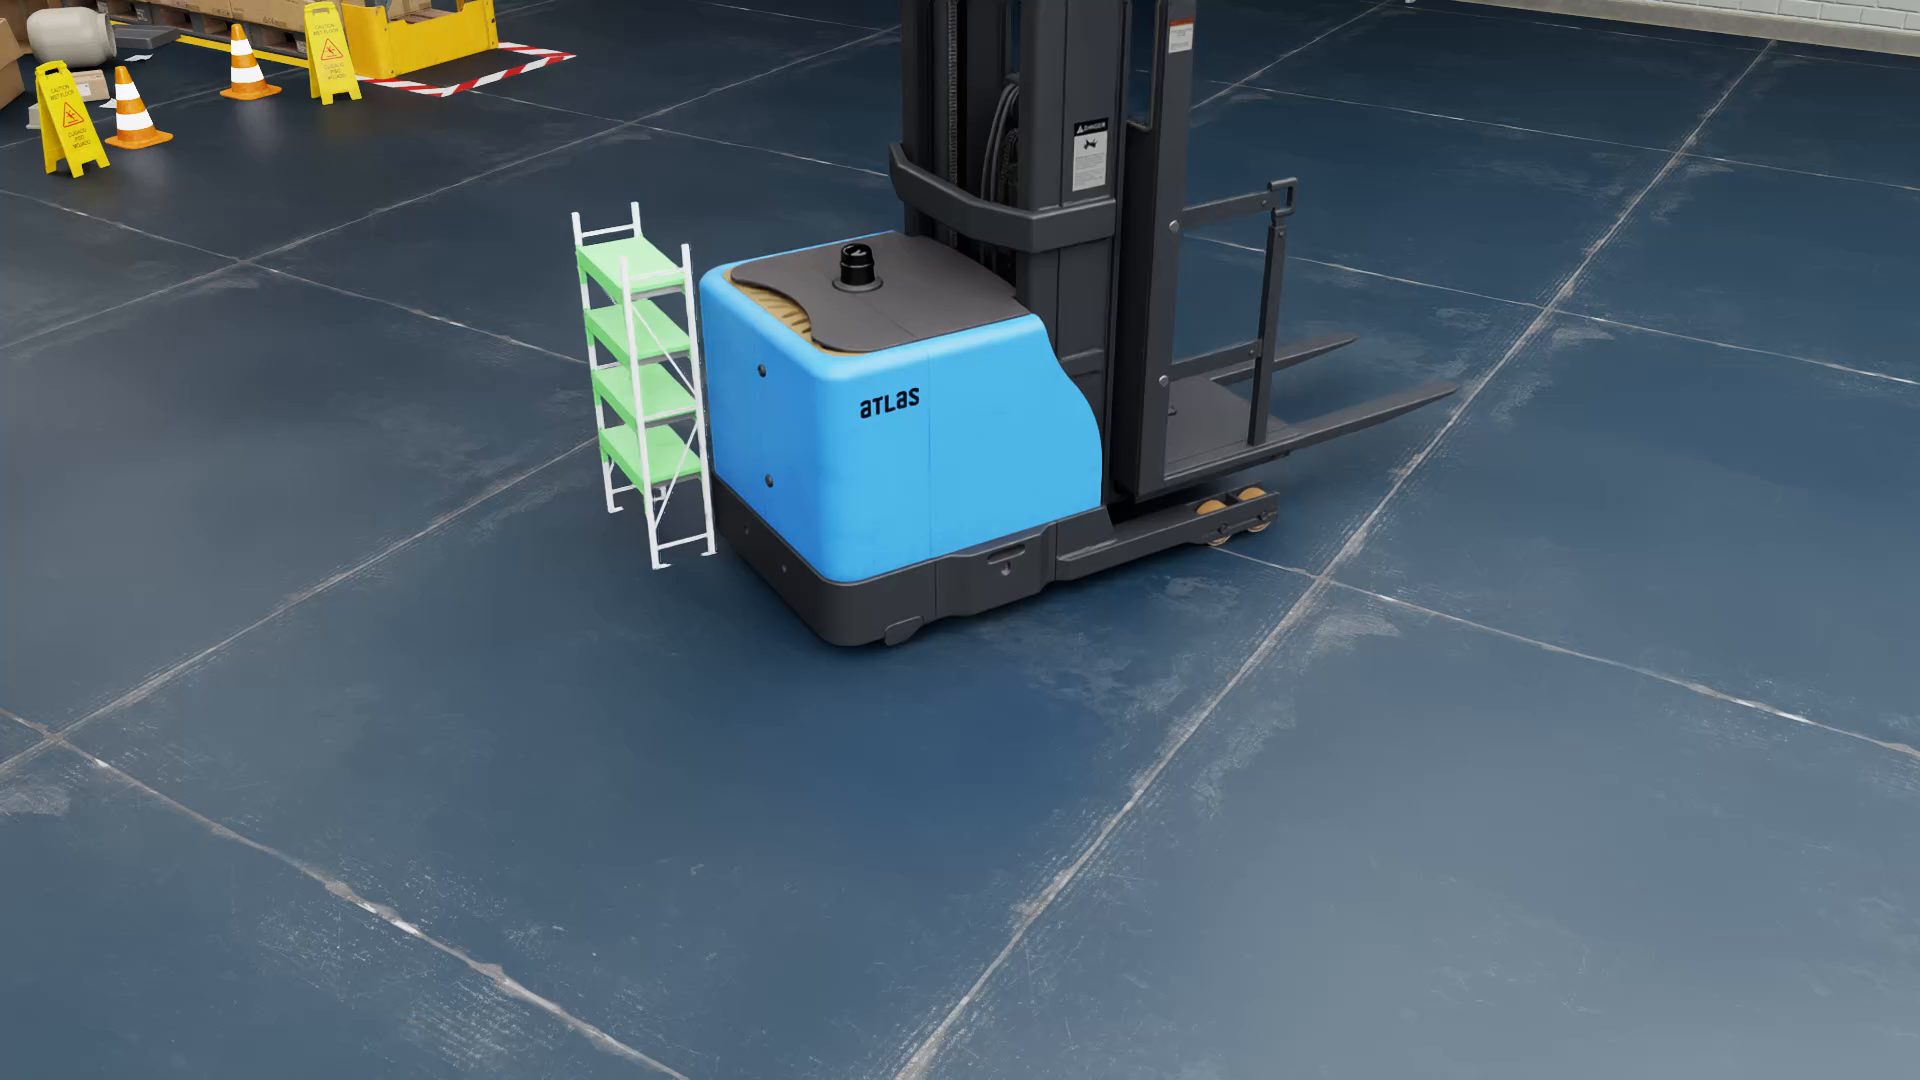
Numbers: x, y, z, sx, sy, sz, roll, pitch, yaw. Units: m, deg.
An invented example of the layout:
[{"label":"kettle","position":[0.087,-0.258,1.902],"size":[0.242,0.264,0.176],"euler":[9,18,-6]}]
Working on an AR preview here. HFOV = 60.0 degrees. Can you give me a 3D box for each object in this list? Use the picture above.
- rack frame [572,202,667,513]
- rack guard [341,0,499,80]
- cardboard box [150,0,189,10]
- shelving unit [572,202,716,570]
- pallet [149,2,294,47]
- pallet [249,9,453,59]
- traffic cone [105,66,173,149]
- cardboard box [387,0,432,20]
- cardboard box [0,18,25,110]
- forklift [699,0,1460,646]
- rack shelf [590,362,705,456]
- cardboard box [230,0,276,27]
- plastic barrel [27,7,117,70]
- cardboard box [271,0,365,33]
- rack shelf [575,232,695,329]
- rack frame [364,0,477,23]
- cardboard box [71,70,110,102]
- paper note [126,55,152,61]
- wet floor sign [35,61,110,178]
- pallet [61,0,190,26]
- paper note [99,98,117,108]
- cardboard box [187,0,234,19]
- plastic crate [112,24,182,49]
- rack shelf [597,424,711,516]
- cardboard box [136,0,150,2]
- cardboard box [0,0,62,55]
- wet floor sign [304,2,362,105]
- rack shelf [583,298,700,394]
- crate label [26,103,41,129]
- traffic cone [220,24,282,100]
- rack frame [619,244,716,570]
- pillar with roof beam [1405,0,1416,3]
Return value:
[{"label":"rack frame","position":[-1.255,-0.655,6.183],"size":[0.240,1.200,0.015],"euler":[-16,34,-25]},{"label":"rack guard","position":[-3.959,-3.793,12.256],"size":[0.348,0.500,1.175],"euler":[18,35,27]},{"label":"cardboard box","position":[-6.018,-4.366,13.068],"size":[0.500,0.250,0.500],"euler":[17,34,27]},{"label":"shelving unit","position":[-1.135,-0.548,5.999],"size":[0.258,1.200,0.503],"euler":[-16,34,-25]},{"label":"pallet","position":[-5.658,-4.229,13.289],"size":[1.213,0.211,1.003],"euler":[18,35,27]},{"label":"pallet","position":[-4.629,-3.901,12.728],"size":[1.213,0.211,1.003],"euler":[18,35,27]},{"label":"traffic cone","position":[-5.247,-2.757,10.516],"size":[0.334,0.463,0.336],"euler":[18,35,27]},{"label":"cardboard box","position":[-4.431,-4.181,12.751],"size":[0.500,0.250,0.500],"euler":[17,34,27]},{"label":"cardboard box","position":[-6.729,-3.165,11.175],"size":[0.637,0.503,0.797],"euler":[-4,30,-7]},{"label":"forklift","position":[0.613,-1.455,5.835],"size":[3.031,2.935,1.130],"euler":[-17,34,-27]},{"label":"rack shelf","position":[-1.135,-0.493,6.032],"size":[0.258,0.148,0.480],"euler":[-16,34,-25]},{"label":"cardboard box","position":[-5.157,-4.090,12.597],"size":[0.500,0.250,0.500],"euler":[18,35,28]},{"label":"plastic barrel","position":[-6.449,-3.647,12.082],"size":[0.512,0.421,0.421],"euler":[-9,32,-15]},{"label":"cardboard box","position":[-4.743,-3.955,12.364],"size":[0.500,0.250,0.500],"euler":[17,34,27]},{"label":"rack shelf","position":[-1.135,-0.908,5.790],"size":[0.258,0.148,0.480],"euler":[-16,34,-25]},{"label":"rack frame","position":[-3.895,-4.853,11.592],"size":[0.127,3.000,1.000],"euler":[18,35,27]},{"label":"cardboard box","position":[-6.078,-3.110,11.434],"size":[0.380,0.149,0.250],"euler":[-15,33,-24]},{"label":"paper note","position":[-6.116,-3.598,12.387],"size":[0.148,0.019,0.142],"euler":[6,31,10]},{"label":"wet floor sign","position":[-5.364,-2.533,9.952],"size":[0.232,0.644,0.267],"euler":[12,32,19]},{"label":"pallet","position":[-6.695,-4.555,13.848],"size":[1.213,0.211,1.003],"euler":[18,35,27]},{"label":"paper note","position":[-5.754,-2.974,11.318],"size":[0.142,0.019,0.148],"euler":[6,31,10]},{"label":"cardboard box","position":[-5.603,-4.228,12.833],"size":[0.500,0.250,0.500],"euler":[16,34,26]},{"label":"plastic crate","position":[-6.389,-3.893,12.843],"size":[0.583,0.080,0.402],"euler":[6,31,10]},{"label":"rack shelf","position":[-1.135,-0.286,6.153],"size":[0.258,0.148,0.480],"euler":[-16,34,-25]},{"label":"cardboard box","position":[-6.468,-4.507,13.310],"size":[0.500,0.250,0.500],"euler":[20,36,30]},{"label":"cardboard box","position":[-7.099,-3.978,12.570],"size":[0.500,0.500,0.500],"euler":[-9,32,-15]},{"label":"wet floor sign","position":[-4.303,-3.328,11.315],"size":[0.267,0.644,0.232],"euler":[-21,36,-32]},{"label":"rack shelf","position":[-1.135,-0.701,5.911],"size":[0.258,0.148,0.480],"euler":[-16,34,-25]},{"label":"crate label","position":[-5.946,-2.800,10.914],"size":[0.298,0.136,0.250],"euler":[1,30,2]},{"label":"traffic cone","position":[-4.945,-3.322,11.485],"size":[0.334,0.463,0.336],"euler":[18,35,27]},{"label":"rack frame","position":[-1.015,-0.441,5.816],"size":[0.240,1.200,0.015],"euler":[-16,34,-25]},{"label":"pillar with roof beam","position":[1.423,-6.690,8.787],"size":[0.400,9.000,9.100],"euler":[18,35,27]}]
